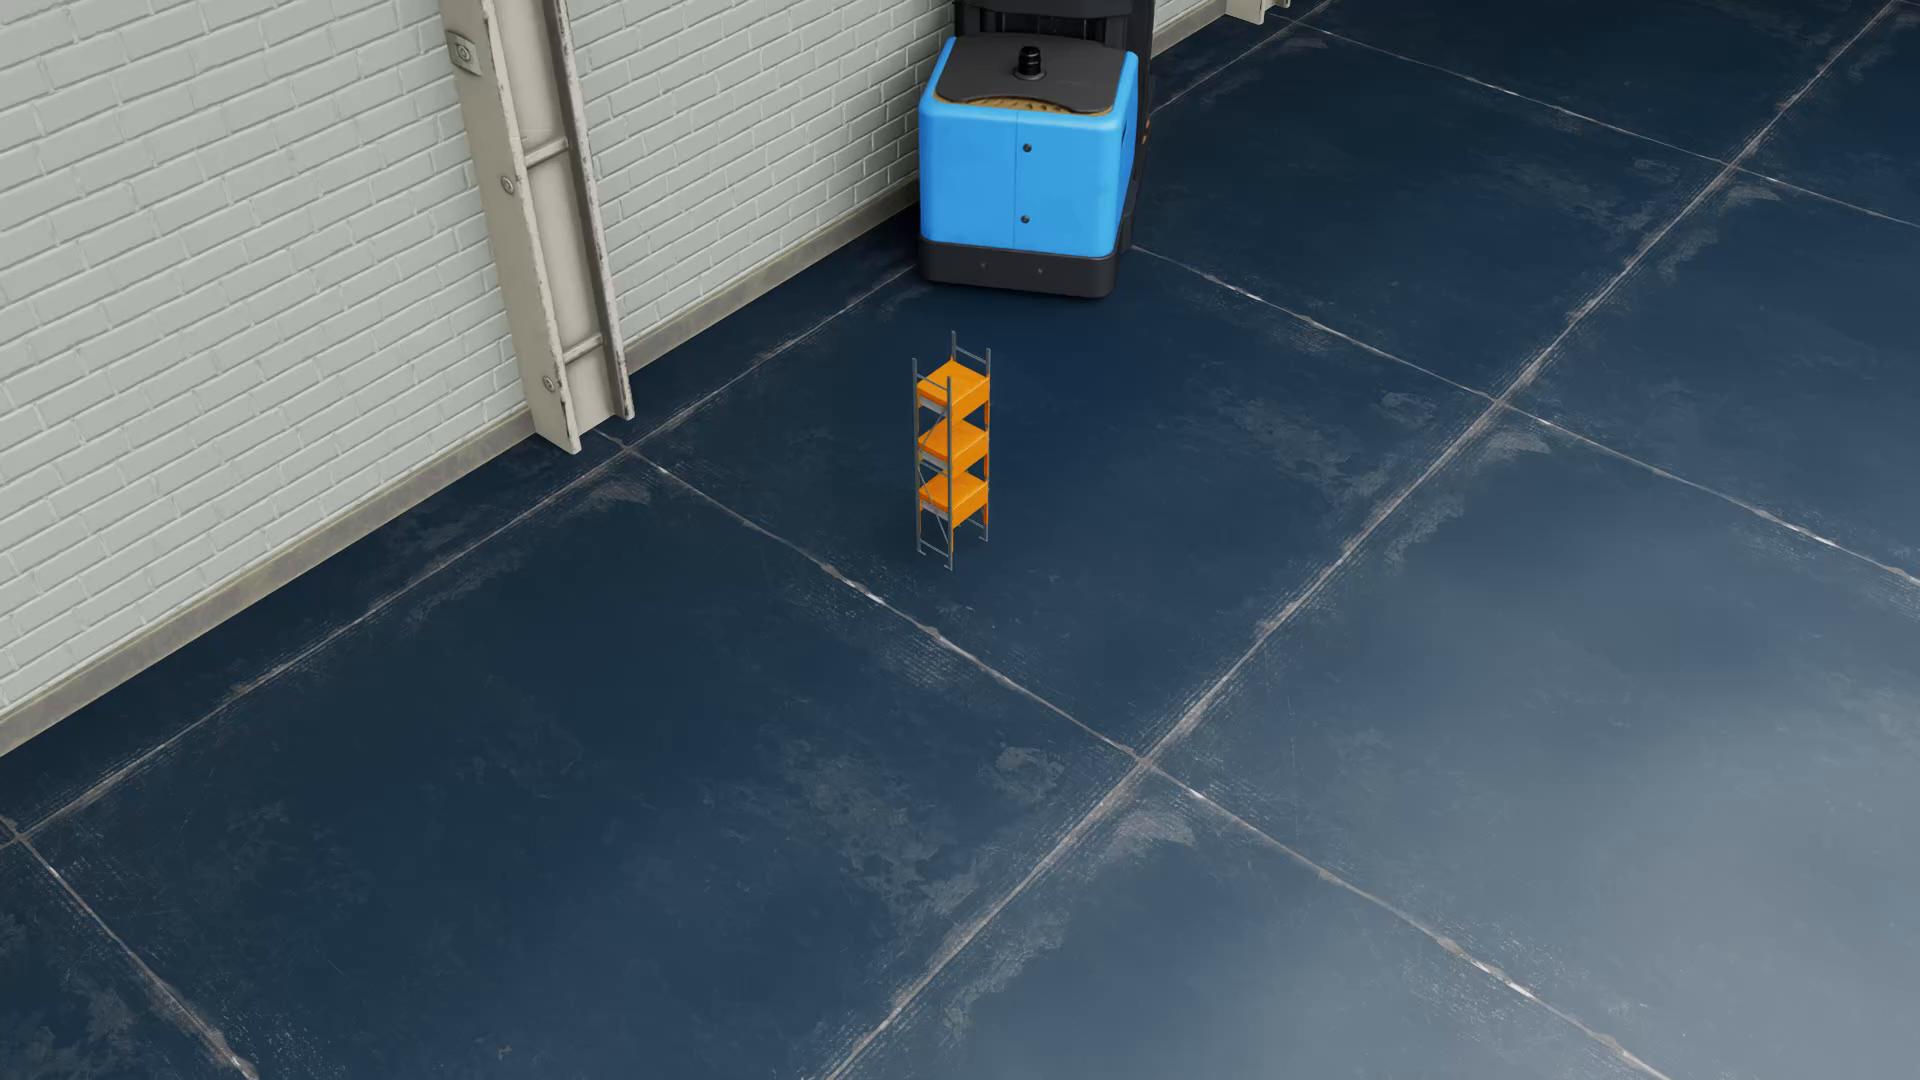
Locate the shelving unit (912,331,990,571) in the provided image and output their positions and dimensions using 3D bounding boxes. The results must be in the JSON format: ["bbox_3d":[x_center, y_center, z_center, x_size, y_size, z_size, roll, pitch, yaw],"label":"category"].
[{"bbox_3d":[-0.034,-0.361,7.049,0.215,1.050,0.252,29,50,28],"label":"shelving unit"}]

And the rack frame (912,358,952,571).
[{"bbox_3d":[-0.113,-0.298,6.980,0.200,1.050,0.008,29,50,28],"label":"rack frame"}]

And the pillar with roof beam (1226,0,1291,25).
[{"bbox_3d":[5.333,-5.126,6.381,9.100,9.000,0.400,29,50,28],"label":"pillar with roof beam"}]

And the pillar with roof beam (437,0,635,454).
[{"bbox_3d":[1.472,-2.037,2.983,9.100,9.000,0.400,29,50,28],"label":"pillar with roof beam"}]

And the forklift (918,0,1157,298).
[{"bbox_3d":[0.556,-3.356,8.944,1.130,2.935,3.031,7,43,8],"label":"forklift"}]

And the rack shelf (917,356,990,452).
[{"bbox_3d":[-0.034,-0.563,6.865,0.215,0.259,0.240,29,50,28],"label":"rack shelf"}]

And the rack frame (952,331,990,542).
[{"bbox_3d":[0.044,-0.424,7.118,0.200,1.050,0.008,29,50,28],"label":"rack frame"}]

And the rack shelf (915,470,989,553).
[{"bbox_3d":[-0.034,-0.147,7.243,0.215,0.259,0.240,29,50,28],"label":"rack shelf"}]

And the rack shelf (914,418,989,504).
[{"bbox_3d":[-0.034,-0.353,7.056,0.215,0.259,0.240,29,50,28],"label":"rack shelf"}]
